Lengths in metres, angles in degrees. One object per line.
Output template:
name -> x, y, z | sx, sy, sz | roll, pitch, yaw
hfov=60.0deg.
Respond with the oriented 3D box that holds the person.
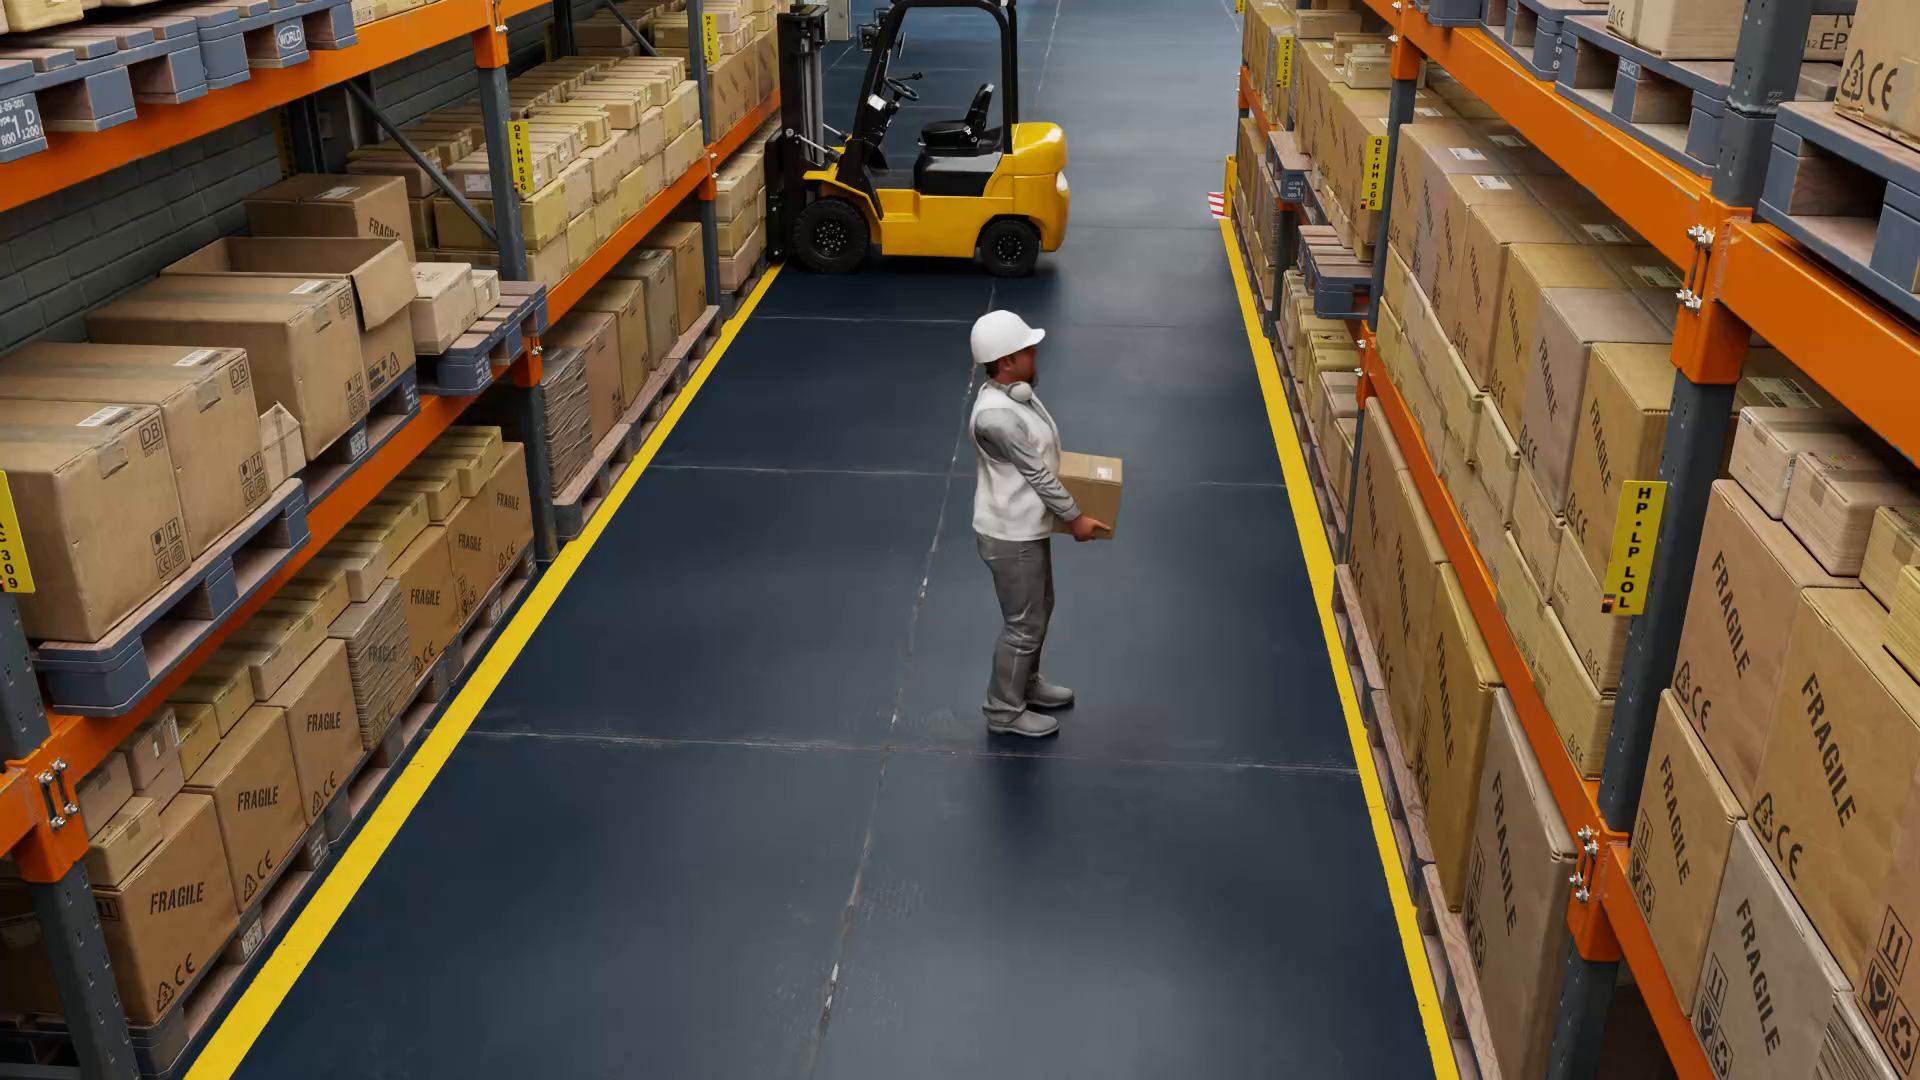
person -> 0.322, -0.065, 6.727 | 0.565, 1.762, 0.494 | 2, 24, 4
